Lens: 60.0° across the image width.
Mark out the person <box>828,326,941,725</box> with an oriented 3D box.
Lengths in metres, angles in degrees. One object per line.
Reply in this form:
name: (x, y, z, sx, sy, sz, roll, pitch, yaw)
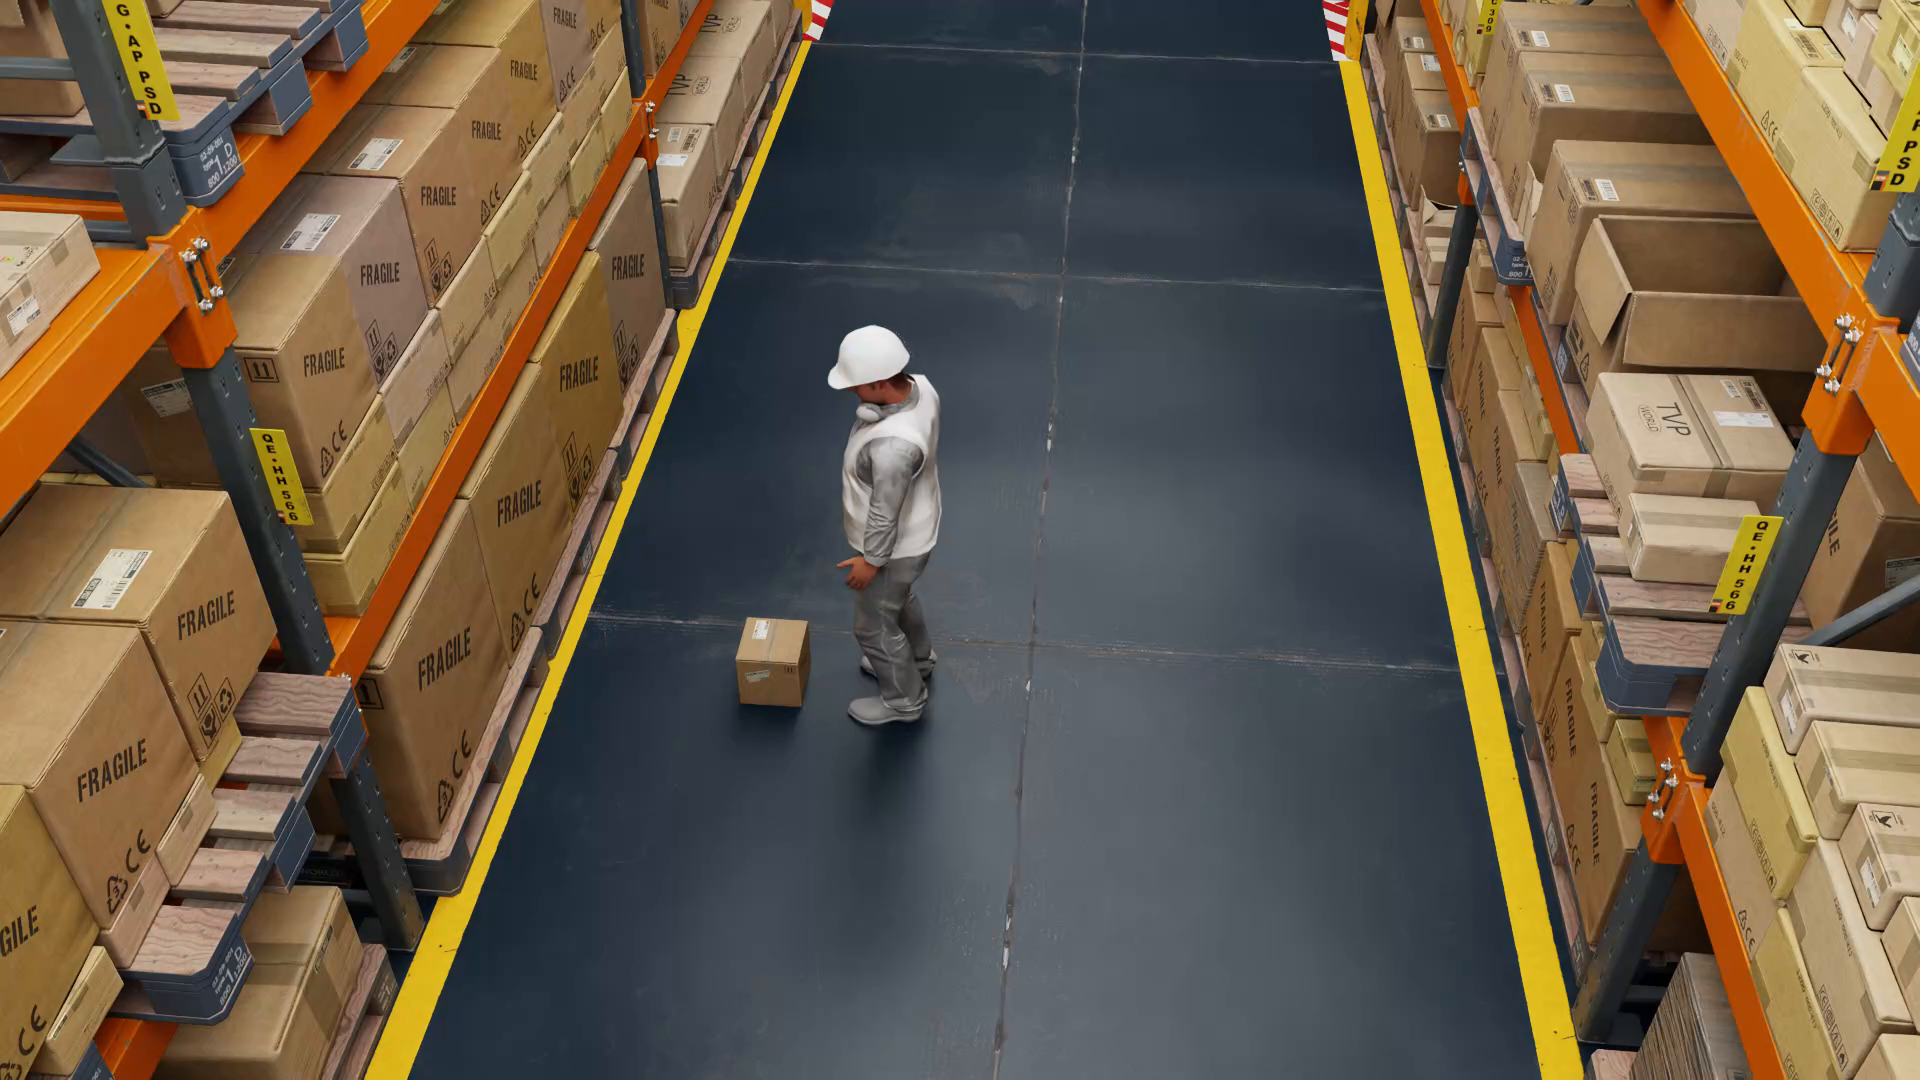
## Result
person: (-0.266, -0.036, 6.195, 0.378, 1.760, 0.538, 4, 40, 5)
